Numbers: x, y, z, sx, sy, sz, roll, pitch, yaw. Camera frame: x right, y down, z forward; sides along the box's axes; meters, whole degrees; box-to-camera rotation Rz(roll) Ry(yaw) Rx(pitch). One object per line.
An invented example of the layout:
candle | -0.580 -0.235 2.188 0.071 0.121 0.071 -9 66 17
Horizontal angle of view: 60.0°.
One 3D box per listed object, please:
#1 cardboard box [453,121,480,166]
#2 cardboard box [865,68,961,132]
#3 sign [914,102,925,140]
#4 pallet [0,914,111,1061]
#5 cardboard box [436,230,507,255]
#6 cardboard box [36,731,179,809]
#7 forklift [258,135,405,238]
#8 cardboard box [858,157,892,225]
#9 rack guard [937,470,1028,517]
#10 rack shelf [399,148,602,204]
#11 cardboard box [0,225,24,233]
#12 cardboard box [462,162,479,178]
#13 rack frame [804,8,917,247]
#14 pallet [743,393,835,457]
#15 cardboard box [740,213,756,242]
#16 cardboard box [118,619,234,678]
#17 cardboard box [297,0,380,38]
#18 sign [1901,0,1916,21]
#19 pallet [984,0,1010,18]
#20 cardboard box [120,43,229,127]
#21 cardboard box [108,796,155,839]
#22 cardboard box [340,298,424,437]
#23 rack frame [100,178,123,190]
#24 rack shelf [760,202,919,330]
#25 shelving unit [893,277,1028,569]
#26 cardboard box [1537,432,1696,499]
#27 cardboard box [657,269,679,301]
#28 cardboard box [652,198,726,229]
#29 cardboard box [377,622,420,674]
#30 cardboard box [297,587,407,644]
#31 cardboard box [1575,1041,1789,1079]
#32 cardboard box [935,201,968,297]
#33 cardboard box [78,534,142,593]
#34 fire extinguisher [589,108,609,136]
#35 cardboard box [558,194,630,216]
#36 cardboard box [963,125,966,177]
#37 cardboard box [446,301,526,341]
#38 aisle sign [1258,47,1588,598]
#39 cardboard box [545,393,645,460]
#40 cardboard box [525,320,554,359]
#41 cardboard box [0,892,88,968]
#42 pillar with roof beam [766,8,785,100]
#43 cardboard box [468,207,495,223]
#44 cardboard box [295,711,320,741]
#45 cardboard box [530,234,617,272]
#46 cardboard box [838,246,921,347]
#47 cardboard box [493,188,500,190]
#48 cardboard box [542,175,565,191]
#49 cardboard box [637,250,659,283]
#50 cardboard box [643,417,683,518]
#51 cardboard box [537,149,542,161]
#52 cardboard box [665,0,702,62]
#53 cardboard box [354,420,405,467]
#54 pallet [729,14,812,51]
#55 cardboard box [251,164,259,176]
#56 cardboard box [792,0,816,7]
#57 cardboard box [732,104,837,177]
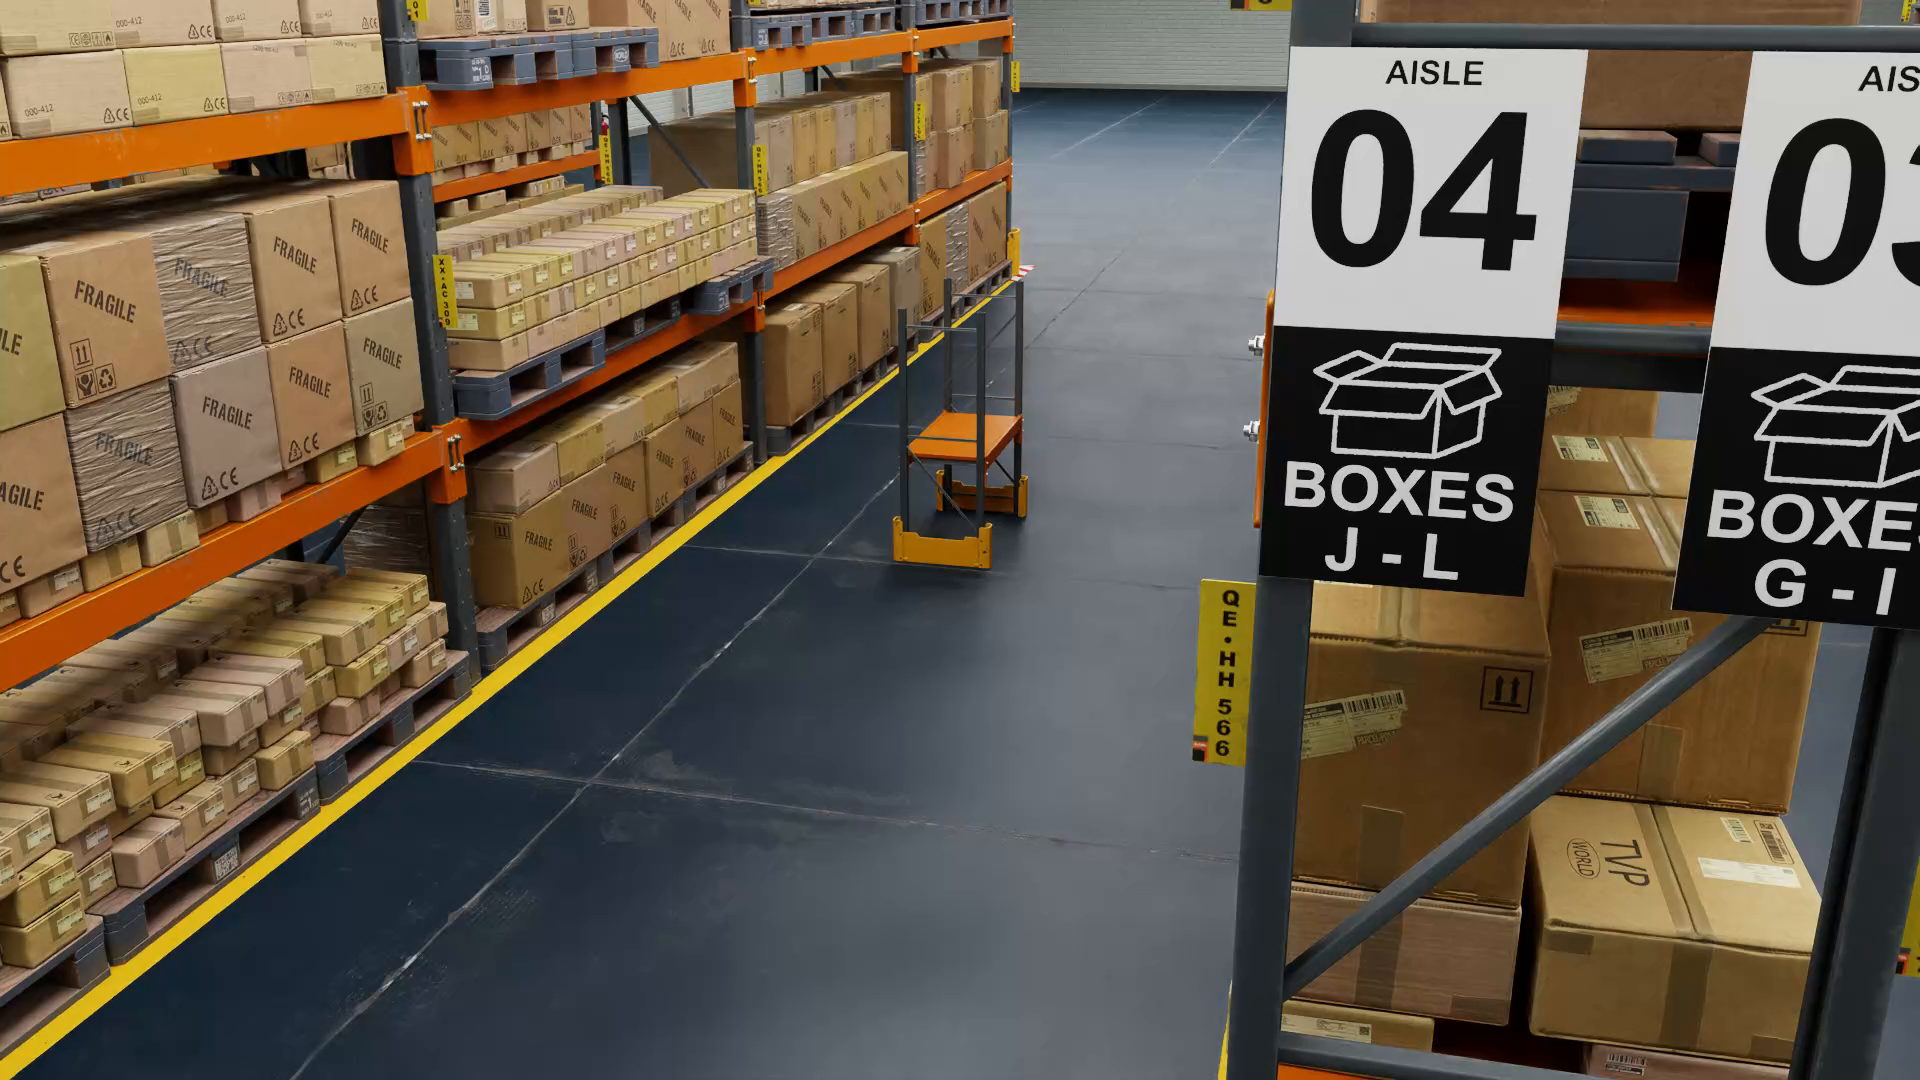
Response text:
cardboard box | -5.237 -4.078 16.871 0.500 0.500 0.500 5 19 13
cardboard box | -0.480 -4.290 16.205 0.875 0.550 0.550 5 19 13
sign | -0.362 -3.726 14.787 0.100 0.325 0.005 5 19 13
pallet | -3.571 1.550 5.324 1.003 0.211 1.213 5 19 13
cardboard box | -2.679 -1.575 8.976 0.380 0.149 0.250 4 19 12
cardboard box | -3.062 0.823 5.978 0.380 0.149 0.250 5 19 14
forklift | -4.110 -2.111 11.835 1.130 2.935 3.031 5 19 14
cardboard box | -0.882 -2.960 14.058 0.500 0.500 0.500 4 19 13
rack guard | 0.140 -0.298 10.674 0.587 0.250 0.087 5 19 13
rack shelf | -5.226 -3.901 18.082 1.077 0.370 4.000 5 19 13
cardboard box | -3.583 -0.807 5.748 0.500 0.500 0.500 4 19 11
cardboard box | -5.186 -3.813 17.099 0.380 0.149 0.250 5 20 15
rack frame | -0.890 -3.256 15.078 1.000 3.000 0.127 5 19 13
pallet | -1.602 -0.923 12.564 1.003 0.211 1.213 5 19 13
cardboard box | -1.547 -2.032 10.774 0.380 0.149 0.250 5 20 15
cardboard box | -3.310 0.461 7.039 0.380 0.149 0.250 4 19 12
cardboard box | -2.711 -2.168 6.713 0.500 0.250 0.500 4 19 11
sign | 9.142 -5.163 16.009 0.100 0.325 0.005 5 19 13
pallet | -0.084 -5.653 17.595 1.003 0.211 1.213 5 19 13
cardboard box | -2.960 -1.607 5.842 0.500 0.250 0.500 4 19 13
cardboard box | -3.183 0.955 6.050 0.380 0.149 0.250 6 20 16
cardboard box | -2.689 -0.762 7.164 0.500 0.500 0.500 5 19 13
rack frame | -6.692 -2.361 12.459 1.000 3.000 0.127 5 19 13
rack shelf | -1.379 -2.288 13.359 1.077 0.370 4.000 5 19 13
shelving unit | 0.019 -0.734 10.015 0.587 1.500 1.083 5 19 13
cardboard box | 1.585 0.056 3.996 0.500 0.500 0.500 4 19 12
cardboard box | -1.861 -1.489 9.646 0.380 0.149 0.250 5 20 15
cardboard box | -1.670 -2.013 10.258 0.380 0.149 0.250 5 20 15
cardboard box | -2.668 0.471 7.468 0.380 0.149 0.250 4 19 11
cardboard box | -2.703 0.336 7.404 0.380 0.149 0.250 5 19 14
cardboard box | 1.369 0.963 3.117 0.380 0.149 0.250 5 19 14
cardboard box | -0.452 -2.923 16.743 0.875 0.875 0.875 5 19 14
cardboard box | -3.094 0.056 5.772 0.380 0.149 0.250 5 20 15
fire extinguisher | -4.263 -4.831 19.812 0.296 0.674 0.183 5 19 13
cardboard box | -2.296 -2.073 10.434 0.380 0.149 0.250 5 19 13
cardboard box | -0.421 -3.951 16.883 0.875 0.550 0.500 5 19 13
cardboard box | -2.303 -1.056 7.917 0.380 0.149 0.250 5 19 14
aisle sign | 0.654 -0.302 2.410 0.394 0.787 0.004 5 19 13
cardboard box | -2.152 -0.656 9.525 0.500 0.250 0.500 5 20 15
cardboard box | -2.241 -1.002 8.221 0.380 0.149 0.250 5 19 14
cardboard box | -3.176 1.279 5.564 0.380 0.149 0.250 5 19 14
pillar with roof beam | -0.558 -15.134 40.573 9.100 9.000 0.400 5 19 13
cardboard box | -5.190 -3.200 17.358 0.500 0.500 0.500 5 20 16
cardboard box | -2.939 0.788 7.001 0.380 0.149 0.250 4 19 12
cardboard box | -2.050 -1.523 8.824 0.380 0.149 0.250 4 19 13
cardboard box | -0.955 -2.188 14.784 1.050 0.750 0.750 5 19 13
cardboard box | -5.332 -3.718 18.877 0.500 0.500 0.500 4 19 11
cardboard box | -4.705 -4.036 18.803 0.380 0.149 0.250 5 20 15
cardboard box | -1.923 -1.546 9.353 0.380 0.149 0.250 4 19 12
cardboard box | -2.019 -0.461 10.115 0.500 0.500 0.500 4 19 11
cardboard box | -4.892 -4.296 18.514 0.380 0.149 0.250 5 19 14
cardboard box | -1.870 -3.112 9.862 0.500 0.500 0.500 5 19 13
cardboard box | -2.645 -0.432 7.200 0.380 0.149 0.250 4 19 12
pallet | -1.762 -3.538 11.557 1.213 0.211 1.003 6 20 16
cardboard box | -6.114 -3.202 13.655 0.500 0.500 0.500 5 19 14
cardboard box | -1.355 -3.963 11.936 0.500 0.250 0.500 5 20 15
cardboard box | -1.378 -3.142 13.044 0.700 0.500 0.500 4 19 13
